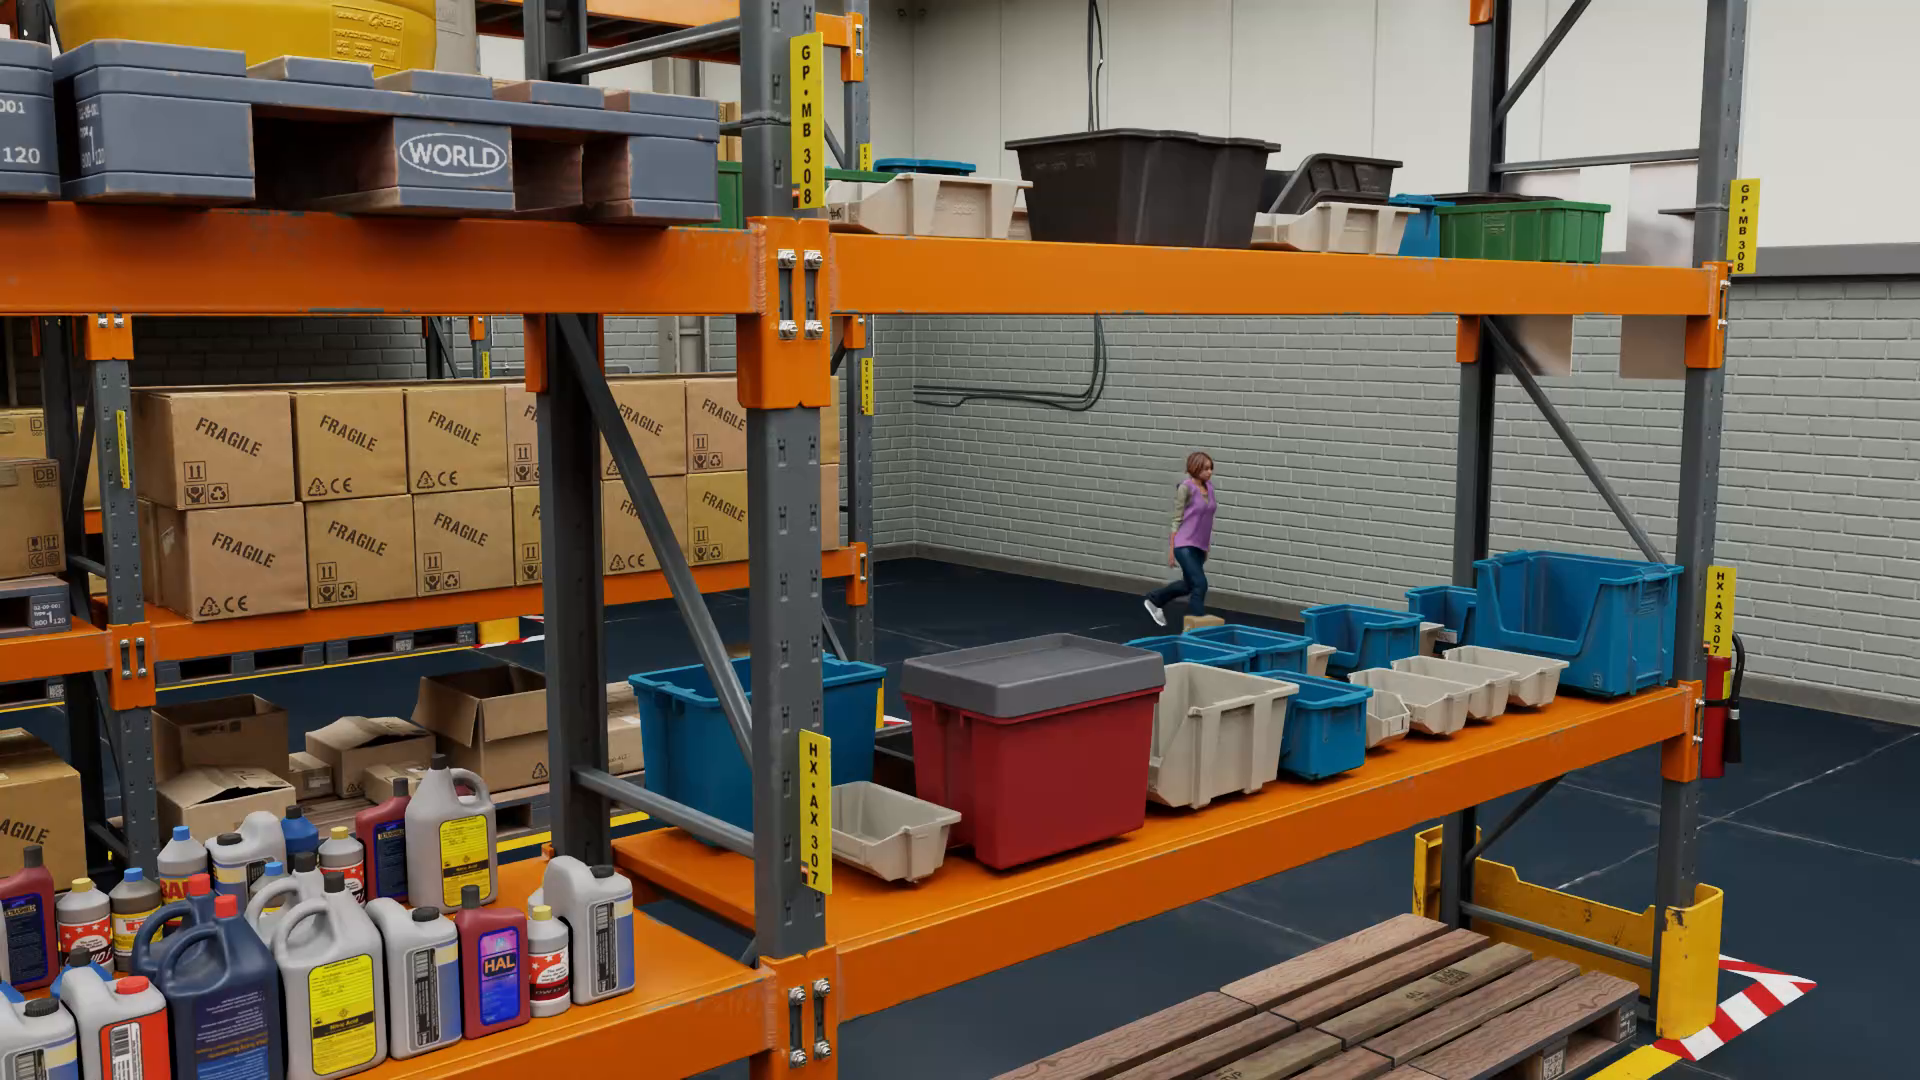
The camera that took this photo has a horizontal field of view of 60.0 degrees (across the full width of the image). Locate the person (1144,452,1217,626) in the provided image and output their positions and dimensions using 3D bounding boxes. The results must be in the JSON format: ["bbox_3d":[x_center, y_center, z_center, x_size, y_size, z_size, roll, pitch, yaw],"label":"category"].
[{"bbox_3d":[1.826,0.046,13.538,0.423,1.530,0.872,-7,11,-44],"label":"person"}]
